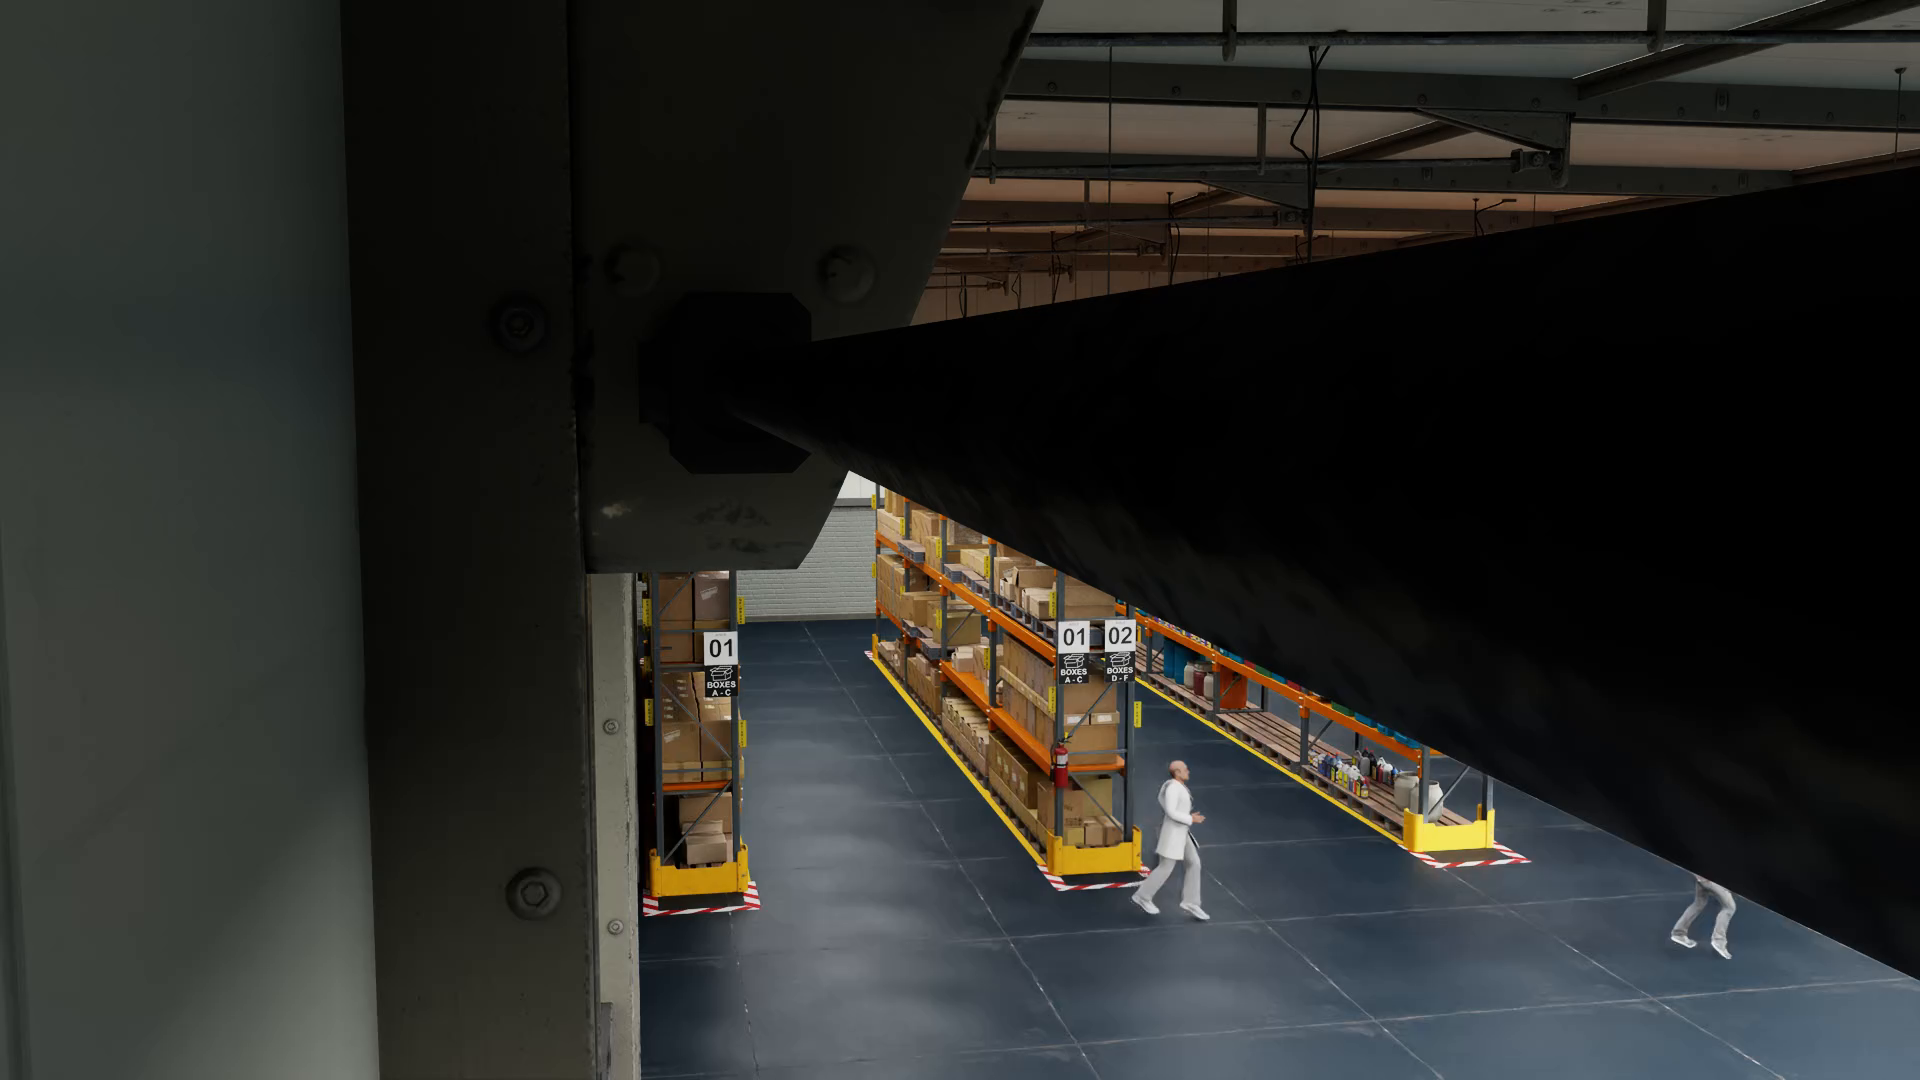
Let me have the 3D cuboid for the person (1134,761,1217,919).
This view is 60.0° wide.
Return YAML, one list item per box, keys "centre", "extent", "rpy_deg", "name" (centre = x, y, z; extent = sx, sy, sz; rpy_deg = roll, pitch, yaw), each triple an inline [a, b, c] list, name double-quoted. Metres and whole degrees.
- centre: [2.541, 3.460, 19.331]
  extent: [0.963, 1.799, 0.741]
  rpy_deg: [2, 6, 16]
  name: "person"

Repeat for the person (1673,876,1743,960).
- centre: [8.126, 3.689, 17.951]
  extent: [0.734, 1.645, 0.510]
  rpy_deg: [1, 6, 11]
  name: "person"
